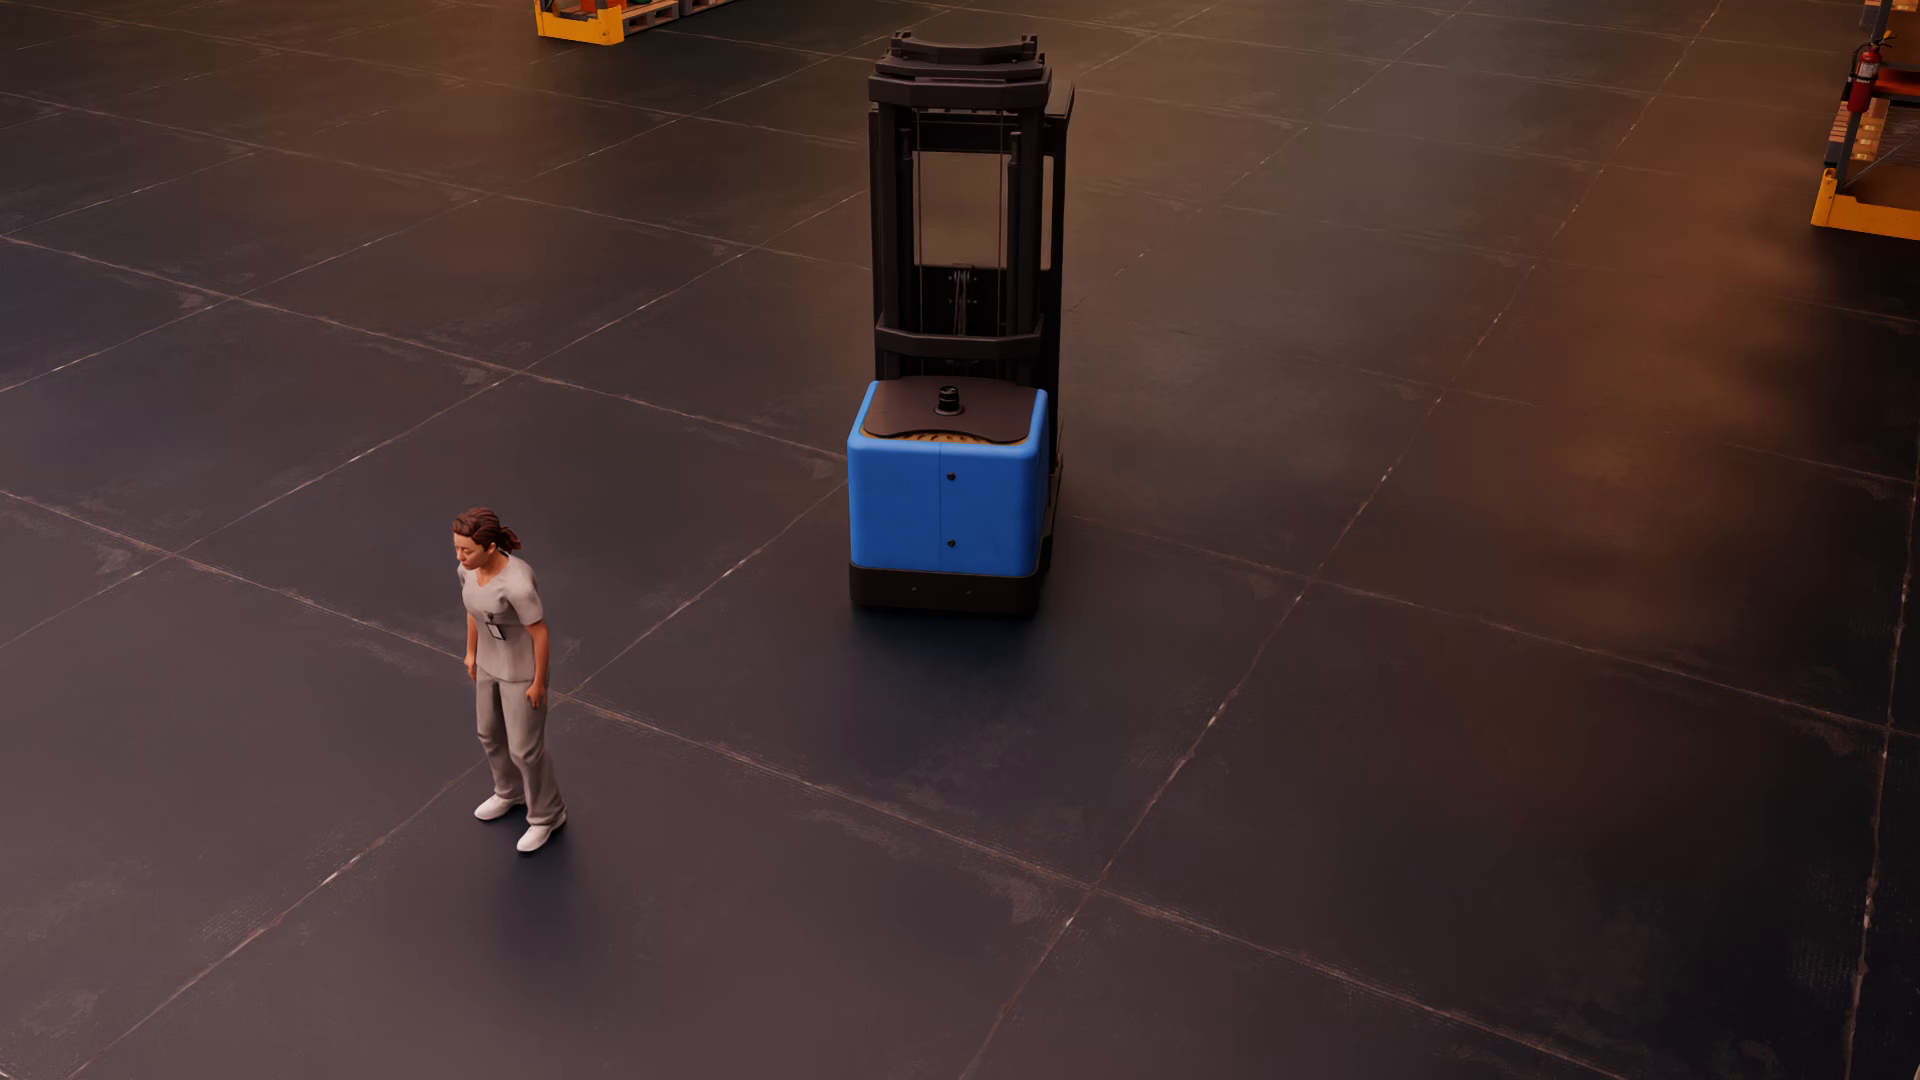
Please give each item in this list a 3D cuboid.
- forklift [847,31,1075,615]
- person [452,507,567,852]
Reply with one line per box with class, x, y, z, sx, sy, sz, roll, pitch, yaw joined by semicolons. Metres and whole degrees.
forklift;0.072;-1.572;9.794;1.130;2.935;3.031;3;30;6
person;-2.003;0.582;7.327;0.490;1.675;0.375;21;36;32
